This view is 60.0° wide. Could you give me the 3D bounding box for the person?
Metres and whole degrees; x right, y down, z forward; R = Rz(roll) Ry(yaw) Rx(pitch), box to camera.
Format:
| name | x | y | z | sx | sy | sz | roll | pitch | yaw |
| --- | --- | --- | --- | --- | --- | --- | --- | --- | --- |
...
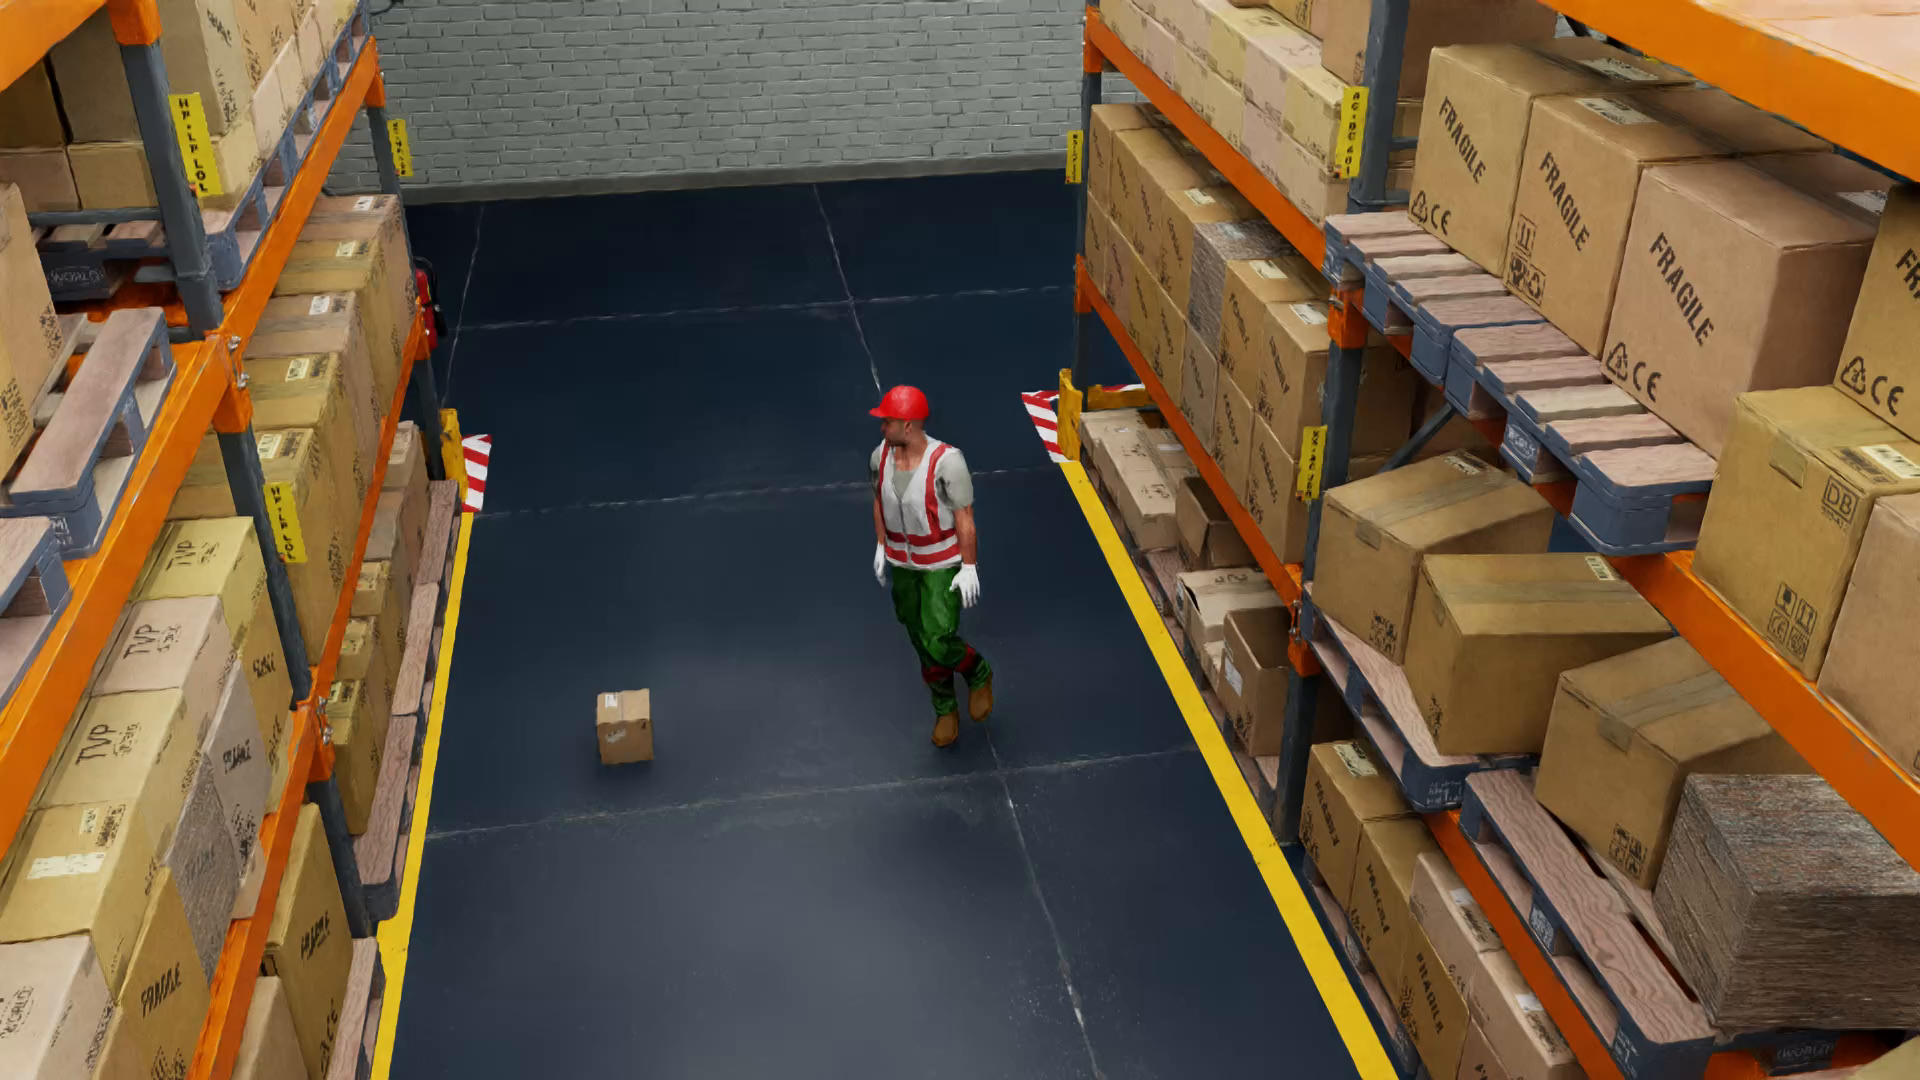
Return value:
| name | x | y | z | sx | sy | sz | roll | pitch | yaw |
| --- | --- | --- | --- | --- | --- | --- | --- | --- | --- |
| person | -0.176 | 0.139 | 7.878 | 0.678 | 1.772 | 0.465 | 15 | 34 | 24 |
